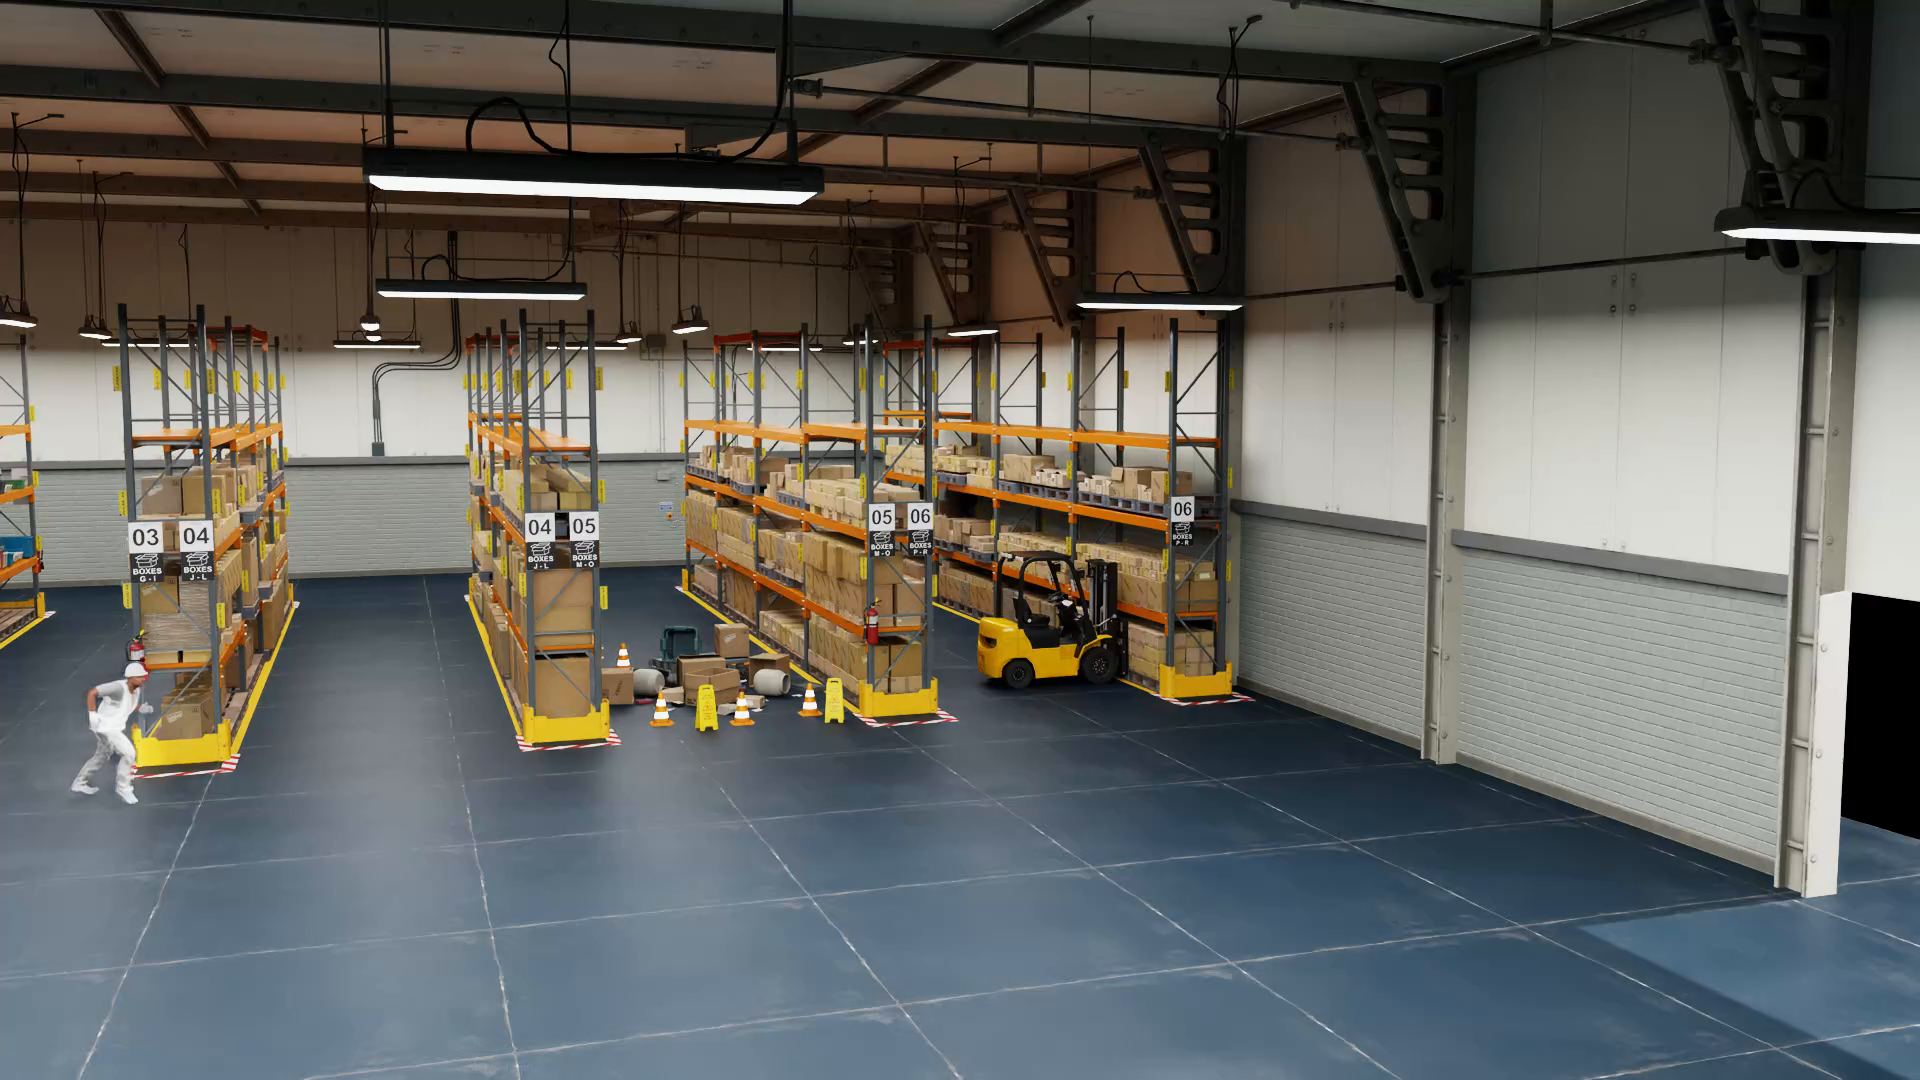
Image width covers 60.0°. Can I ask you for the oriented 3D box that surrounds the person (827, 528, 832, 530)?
[{"bbox_3d":[-3.294,0.188,42.193,0.895,1.690,0.642,-3,6,-29],"label":"person"}]

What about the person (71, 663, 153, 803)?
[{"bbox_3d":[-10.154,2.321,19.820,1.013,1.723,0.736,0,5,3],"label":"person"}]
